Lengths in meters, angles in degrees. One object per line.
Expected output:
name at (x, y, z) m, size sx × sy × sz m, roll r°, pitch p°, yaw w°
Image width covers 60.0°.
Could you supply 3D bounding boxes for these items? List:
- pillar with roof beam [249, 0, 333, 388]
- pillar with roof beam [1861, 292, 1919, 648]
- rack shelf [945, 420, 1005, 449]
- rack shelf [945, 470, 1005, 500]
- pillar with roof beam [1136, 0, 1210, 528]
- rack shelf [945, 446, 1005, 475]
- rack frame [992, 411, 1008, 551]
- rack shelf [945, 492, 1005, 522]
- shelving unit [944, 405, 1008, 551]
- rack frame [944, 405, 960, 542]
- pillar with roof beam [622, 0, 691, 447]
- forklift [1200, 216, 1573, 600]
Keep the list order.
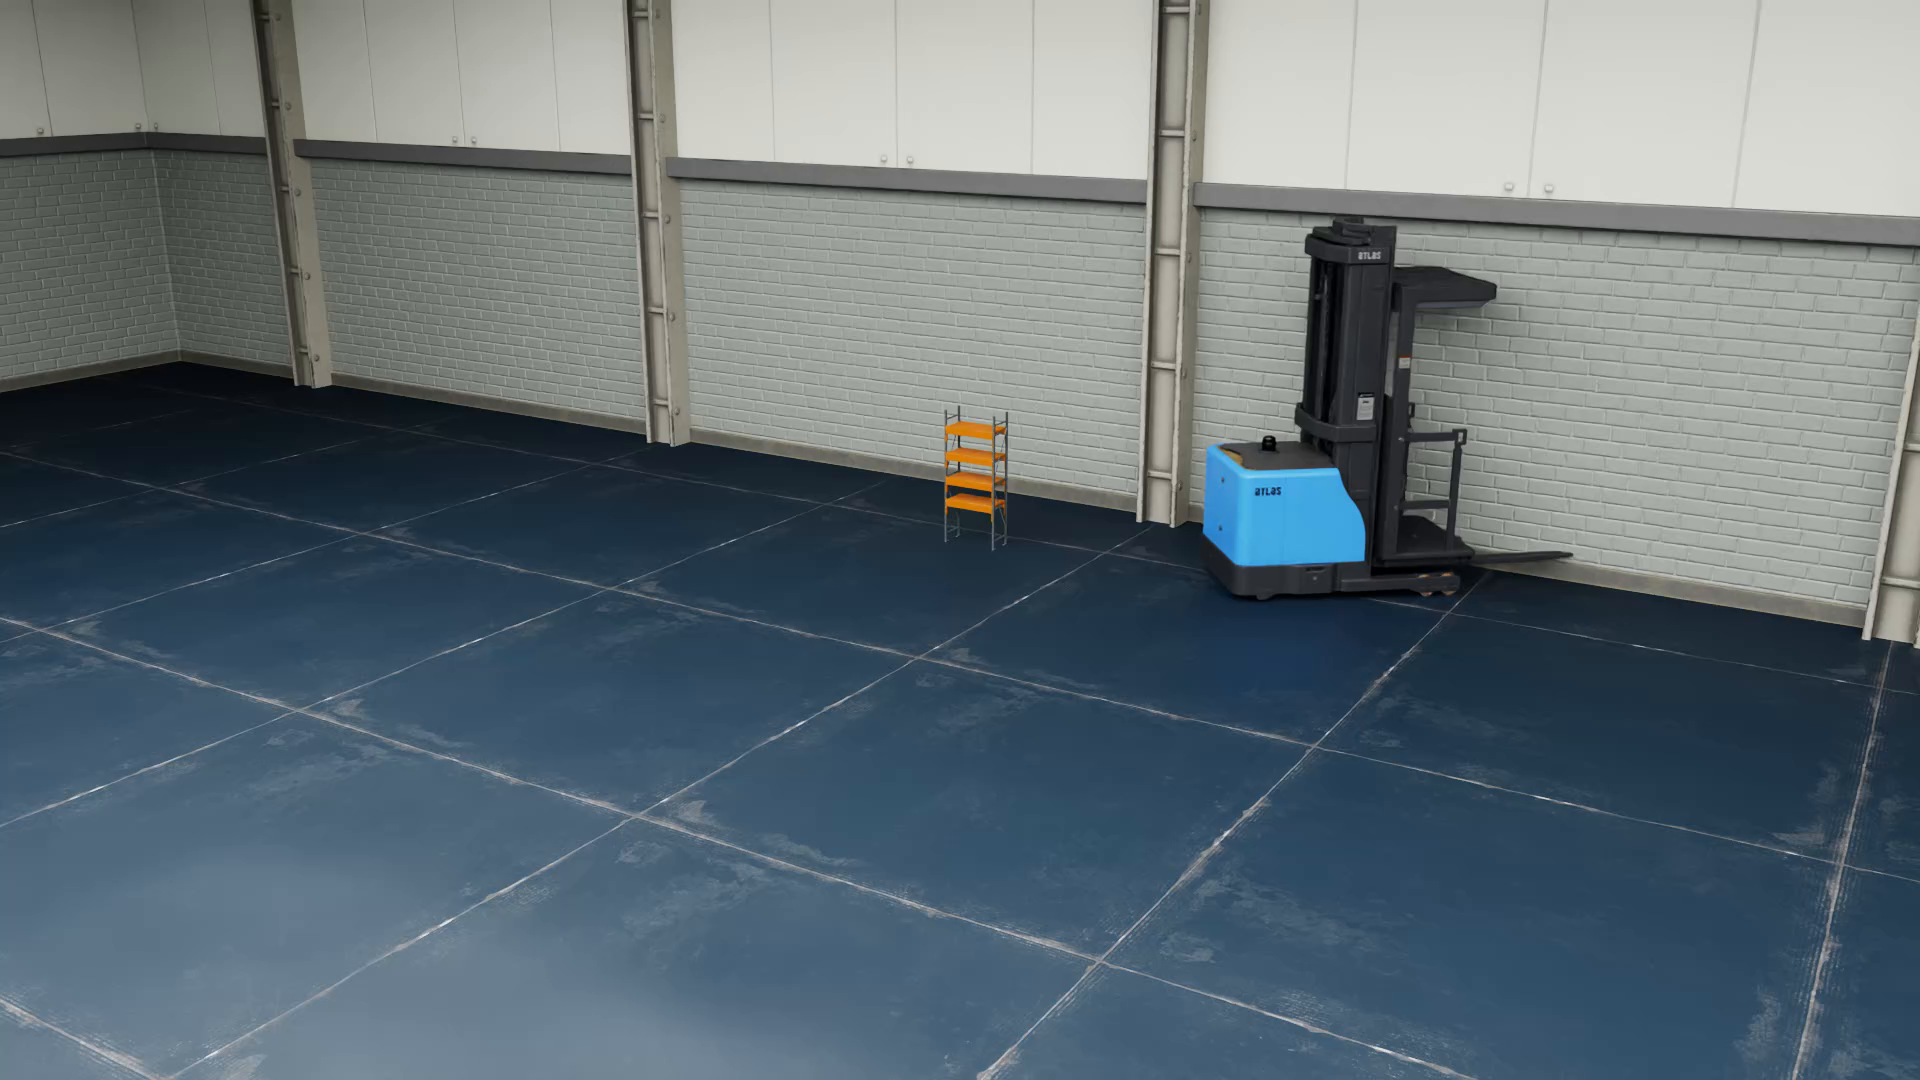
pillar with roof beam at (-10.595, -5.245, 16.666) m, size 0.400 × 9.000 × 9.100 m, roll 10°, pitch 20°, yaw 30°
pillar with roof beam at (4.744, -2.507, 7.652) m, size 0.400 × 9.000 × 9.100 m, roll 10°, pitch 20°, yaw 30°
rack shelf at (0.141, -0.925, 14.510) m, size 0.480 × 0.148 × 0.258 m, roll 10°, pitch 20°, yaw 30°
rack shelf at (0.141, -0.485, 14.643) m, size 0.480 × 0.148 × 0.258 m, roll 10°, pitch 20°, yaw 30°
pillar with roof beam at (-0.369, -3.420, 10.657) m, size 0.400 × 9.000 × 9.100 m, roll 10°, pitch 20°, yaw 30°
rack shelf at (0.141, -0.699, 14.578) m, size 0.480 × 0.148 × 0.258 m, roll 10°, pitch 20°, yaw 30°
rack frame at (0.349, -0.512, 14.502) m, size 0.015 × 1.200 × 0.240 m, roll 10°, pitch 20°, yaw 30°
rack shelf at (0.141, -0.295, 14.701) m, size 0.480 × 0.148 × 0.258 m, roll 10°, pitch 20°, yaw 30°
shelving unit at (0.141, -0.549, 14.624) m, size 0.503 × 1.200 × 0.258 m, roll 10°, pitch 20°, yaw 30°
rack frame at (-0.067, -0.586, 14.746) m, size 0.015 × 1.200 × 0.240 m, roll 10°, pitch 20°, yaw 30°
pillar with roof beam at (-5.482, -4.332, 13.661) m, size 0.400 × 9.000 × 9.100 m, roll 10°, pitch 20°, yaw 30°
forklift at (3.593, -1.105, 13.476) m, size 3.031 × 2.935 × 1.130 m, roll -3°, pitch 17°, yaw -8°
